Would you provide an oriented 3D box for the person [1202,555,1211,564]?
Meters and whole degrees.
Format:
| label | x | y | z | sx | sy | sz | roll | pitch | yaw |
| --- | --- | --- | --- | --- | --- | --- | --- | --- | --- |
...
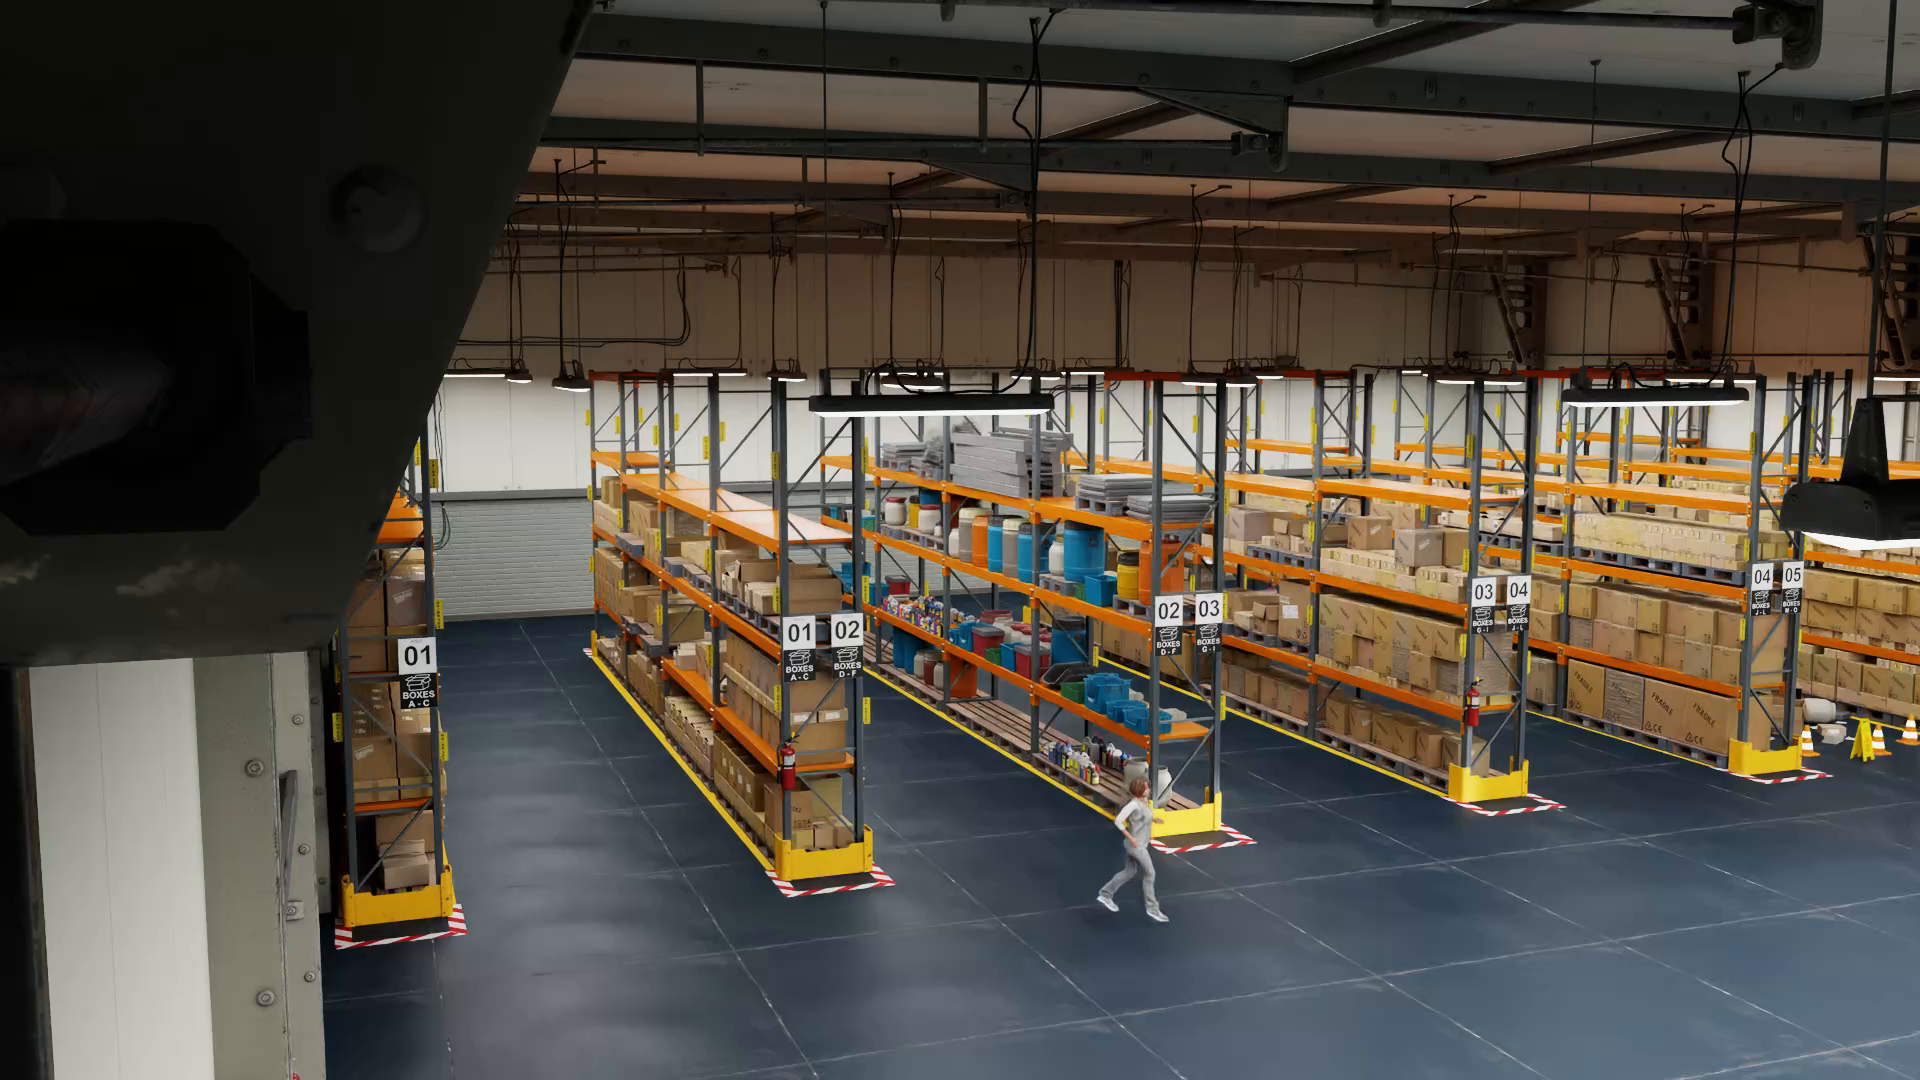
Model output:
| label | x | y | z | sx | sy | sz | roll | pitch | yaw |
| --- | --- | --- | --- | --- | --- | --- | --- | --- | --- |
| person | 5.954 | 0.943 | 41.254 | 0.531 | 1.590 | 0.743 | -3 | 7 | -28 |

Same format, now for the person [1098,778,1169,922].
| label | x | y | z | sx | sy | sz | roll | pitch | yaw |
| --- | --- | --- | --- | --- | --- | --- | --- | --- | --- |
| person | 1.954 | 3.467 | 18.679 | 0.810 | 1.600 | 0.520 | 1 | 6 | 10 |

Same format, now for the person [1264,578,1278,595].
| label | x | y | z | sx | sy | sz | roll | pitch | yaw |
| --- | --- | --- | --- | --- | --- | --- | --- | --- | --- |
| person | 6.642 | 1.590 | 35.649 | 0.536 | 1.564 | 0.618 | -4 | 7 | -30 |
